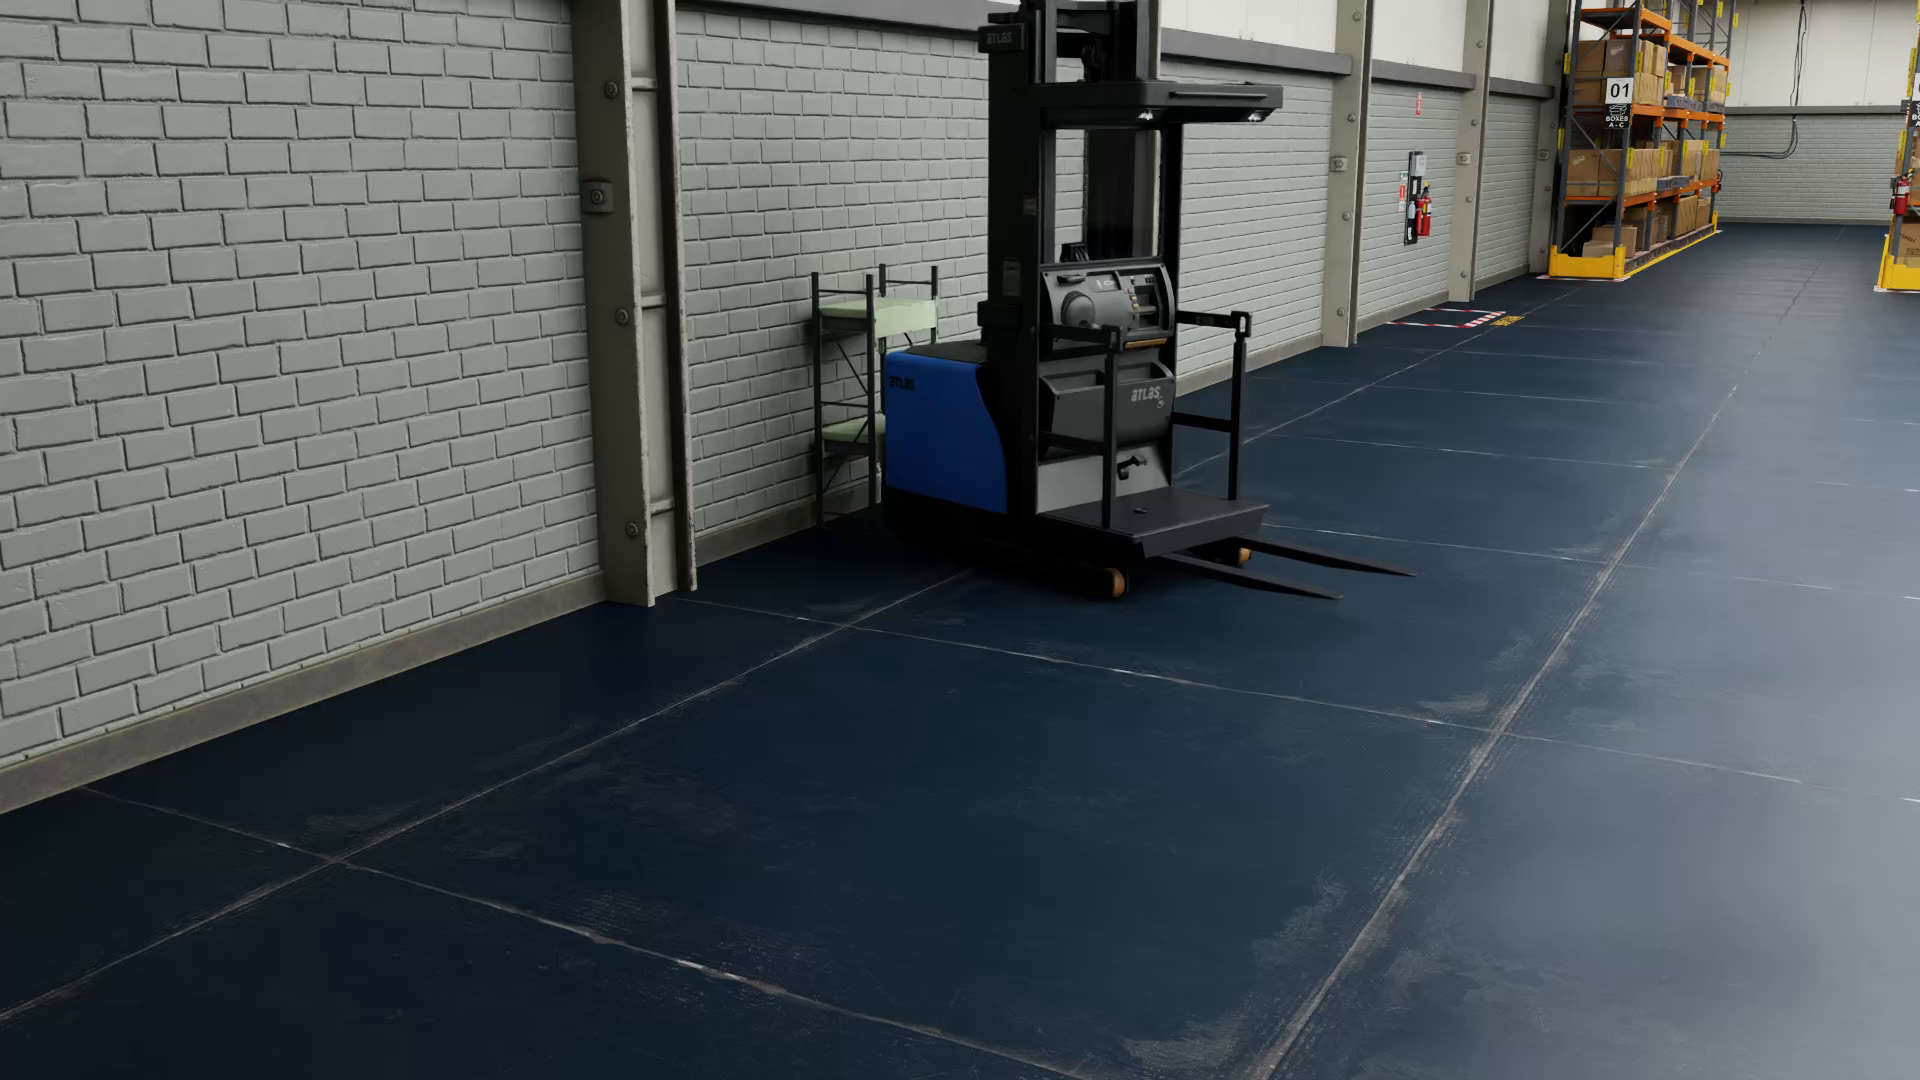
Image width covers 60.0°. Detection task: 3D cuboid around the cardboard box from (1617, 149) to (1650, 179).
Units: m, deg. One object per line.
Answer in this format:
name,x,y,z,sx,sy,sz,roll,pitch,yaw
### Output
cardboard box,11.687,-6.547,28.967,0.500,0.500,0.500,8,16,30

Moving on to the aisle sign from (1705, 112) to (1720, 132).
aisle sign,18.483,-10.396,40.709,0.394,0.787,0.004,7,15,28

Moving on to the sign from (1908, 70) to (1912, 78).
sign,16.243,-8.051,28.354,0.100,0.325,0.005,7,15,28

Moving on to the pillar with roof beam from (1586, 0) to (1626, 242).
pillar with roof beam,16.702,-9.770,30.859,9.100,9.000,0.400,7,15,28

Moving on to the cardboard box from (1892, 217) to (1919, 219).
cardboard box,15.742,-5.096,27.643,0.500,0.500,0.500,7,15,28

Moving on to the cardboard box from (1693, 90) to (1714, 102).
cardboard box,16.817,-10.081,37.759,0.500,0.250,0.500,7,15,28

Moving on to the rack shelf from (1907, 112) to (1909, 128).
rack shelf,19.624,-8.469,33.395,1.077,0.370,4.000,7,15,28

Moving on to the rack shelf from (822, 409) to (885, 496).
rack shelf,-0.488,-0.532,9.930,0.431,0.370,0.720,7,15,28

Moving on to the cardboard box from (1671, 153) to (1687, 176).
cardboard box,14.778,-7.784,34.530,0.500,0.500,0.500,8,16,30

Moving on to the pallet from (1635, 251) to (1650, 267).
pallet,12.091,-5.192,30.620,1.003,0.211,1.213,7,15,28

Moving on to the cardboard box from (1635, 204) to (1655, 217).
cardboard box,13.442,-6.504,32.906,0.500,0.250,0.500,7,15,28

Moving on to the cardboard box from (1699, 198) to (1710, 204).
cardboard box,17.910,-8.201,40.206,0.380,0.149,0.250,8,16,30

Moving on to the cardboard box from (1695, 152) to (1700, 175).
cardboard box,16.012,-8.305,36.690,0.500,0.500,0.500,8,15,28

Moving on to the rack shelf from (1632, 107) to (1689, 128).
rack shelf,13.352,-8.208,32.316,1.077,0.370,4.000,7,15,28

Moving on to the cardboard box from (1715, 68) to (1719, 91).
cardboard box,17.085,-10.554,38.122,0.500,0.500,0.500,7,15,27

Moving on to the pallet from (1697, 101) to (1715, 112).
pallet,16.657,-9.913,38.040,1.003,0.211,1.213,7,15,28

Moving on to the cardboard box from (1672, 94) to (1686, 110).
cardboard box,14.207,-8.757,33.202,0.500,0.311,0.500,7,15,28

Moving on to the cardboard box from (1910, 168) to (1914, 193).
cardboard box,15.772,-5.769,26.851,0.700,0.500,0.500,8,16,30

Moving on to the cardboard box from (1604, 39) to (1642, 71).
cardboard box,10.850,-7.923,27.208,0.500,0.500,0.500,6,15,24

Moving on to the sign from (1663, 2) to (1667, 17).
sign,15.778,-11.846,37.140,0.100,0.325,0.005,7,15,28

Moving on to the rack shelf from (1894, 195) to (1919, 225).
rack shelf,15.756,-5.369,26.939,1.077,0.370,4.000,7,15,28

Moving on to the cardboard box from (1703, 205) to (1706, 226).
cardboard box,17.451,-7.780,39.840,0.700,0.500,0.500,7,15,26

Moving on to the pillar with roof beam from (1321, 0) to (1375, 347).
pillar with roof beam,8.000,-6.077,15.541,9.100,9.000,0.400,7,15,28

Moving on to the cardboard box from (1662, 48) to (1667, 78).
cardboard box,12.380,-8.559,29.845,0.500,0.500,0.500,6,15,23

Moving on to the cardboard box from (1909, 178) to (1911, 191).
cardboard box,16.987,-6.265,29.407,0.396,0.266,0.258,7,15,27

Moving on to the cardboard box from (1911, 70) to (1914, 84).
cardboard box,15.384,-7.376,26.323,0.500,0.311,0.500,10,17,35

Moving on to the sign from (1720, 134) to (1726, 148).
sign,18.654,-9.765,40.663,0.100,0.325,0.005,7,15,28

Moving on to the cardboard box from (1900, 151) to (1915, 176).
cardboard box,18.863,-7.344,32.488,0.700,0.500,0.500,2,14,9

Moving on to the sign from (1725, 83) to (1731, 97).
sign,18.654,-10.937,40.381,0.100,0.325,0.005,7,15,28

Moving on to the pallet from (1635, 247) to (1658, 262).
pallet,12.760,-5.494,31.871,1.003,0.211,1.213,7,15,28

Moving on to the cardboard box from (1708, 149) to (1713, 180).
cardboard box,17.230,-8.886,39.351,0.980,0.700,0.700,7,15,25

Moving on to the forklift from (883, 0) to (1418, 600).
forklift,0.921,-1.259,8.503,1.130,2.935,3.031,-12,18,-41

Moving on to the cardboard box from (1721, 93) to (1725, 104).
cardboard box,18.064,-10.609,39.951,0.500,0.250,0.500,8,16,30

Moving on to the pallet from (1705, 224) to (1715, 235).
pallet,17.868,-7.623,40.703,1.003,0.211,1.213,7,15,28

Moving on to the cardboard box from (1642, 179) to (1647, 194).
cardboard box,11.701,-6.185,29.067,0.500,0.250,0.500,8,15,29

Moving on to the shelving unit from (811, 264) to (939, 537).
shelving unit,-0.488,-0.849,9.854,0.431,1.500,0.755,7,15,28

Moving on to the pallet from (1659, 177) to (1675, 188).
pallet,13.398,-7.006,32.604,1.003,0.211,1.213,7,15,28

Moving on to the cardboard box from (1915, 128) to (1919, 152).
cardboard box,16.028,-6.510,27.156,0.700,0.500,0.500,7,15,28

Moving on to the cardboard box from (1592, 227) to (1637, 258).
cardboard box,11.539,-5.261,29.351,0.700,0.500,0.500,6,15,25

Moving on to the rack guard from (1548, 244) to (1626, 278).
rack guard,10.488,-4.669,27.835,1.175,0.500,0.348,7,15,28

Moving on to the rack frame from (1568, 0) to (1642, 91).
rack frame,10.451,-8.785,26.774,1.000,3.000,0.127,7,15,28

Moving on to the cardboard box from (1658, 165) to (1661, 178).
cardboard box,12.937,-7.166,31.707,0.700,0.500,0.500,9,16,34

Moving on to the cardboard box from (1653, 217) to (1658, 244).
cardboard box,13.450,-6.158,33.070,0.700,0.500,0.500,7,15,28

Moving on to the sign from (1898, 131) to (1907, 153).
sign,14.321,-6.051,25.256,0.100,0.325,0.005,7,15,28

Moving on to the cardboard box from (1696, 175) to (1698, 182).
cardboard box,16.235,-8.063,37.070,0.380,0.149,0.250,8,16,29

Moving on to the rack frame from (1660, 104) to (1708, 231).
rack frame,16.252,-8.331,37.689,1.000,3.000,0.127,7,15,28

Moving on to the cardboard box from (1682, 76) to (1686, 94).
cardboard box,14.992,-9.564,35.251,0.700,0.500,0.500,8,16,31

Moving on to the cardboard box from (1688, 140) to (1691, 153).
cardboard box,15.023,-8.252,34.872,0.500,0.250,0.500,7,15,27

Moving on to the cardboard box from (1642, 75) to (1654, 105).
cardboard box,11.611,-7.751,28.629,0.500,0.500,0.500,8,16,31

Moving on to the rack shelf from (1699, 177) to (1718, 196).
rack shelf,17.219,-8.391,39.476,1.077,0.370,4.000,7,15,28

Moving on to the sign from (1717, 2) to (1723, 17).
sign,16.733,-11.681,36.623,0.100,0.325,0.005,7,15,28
